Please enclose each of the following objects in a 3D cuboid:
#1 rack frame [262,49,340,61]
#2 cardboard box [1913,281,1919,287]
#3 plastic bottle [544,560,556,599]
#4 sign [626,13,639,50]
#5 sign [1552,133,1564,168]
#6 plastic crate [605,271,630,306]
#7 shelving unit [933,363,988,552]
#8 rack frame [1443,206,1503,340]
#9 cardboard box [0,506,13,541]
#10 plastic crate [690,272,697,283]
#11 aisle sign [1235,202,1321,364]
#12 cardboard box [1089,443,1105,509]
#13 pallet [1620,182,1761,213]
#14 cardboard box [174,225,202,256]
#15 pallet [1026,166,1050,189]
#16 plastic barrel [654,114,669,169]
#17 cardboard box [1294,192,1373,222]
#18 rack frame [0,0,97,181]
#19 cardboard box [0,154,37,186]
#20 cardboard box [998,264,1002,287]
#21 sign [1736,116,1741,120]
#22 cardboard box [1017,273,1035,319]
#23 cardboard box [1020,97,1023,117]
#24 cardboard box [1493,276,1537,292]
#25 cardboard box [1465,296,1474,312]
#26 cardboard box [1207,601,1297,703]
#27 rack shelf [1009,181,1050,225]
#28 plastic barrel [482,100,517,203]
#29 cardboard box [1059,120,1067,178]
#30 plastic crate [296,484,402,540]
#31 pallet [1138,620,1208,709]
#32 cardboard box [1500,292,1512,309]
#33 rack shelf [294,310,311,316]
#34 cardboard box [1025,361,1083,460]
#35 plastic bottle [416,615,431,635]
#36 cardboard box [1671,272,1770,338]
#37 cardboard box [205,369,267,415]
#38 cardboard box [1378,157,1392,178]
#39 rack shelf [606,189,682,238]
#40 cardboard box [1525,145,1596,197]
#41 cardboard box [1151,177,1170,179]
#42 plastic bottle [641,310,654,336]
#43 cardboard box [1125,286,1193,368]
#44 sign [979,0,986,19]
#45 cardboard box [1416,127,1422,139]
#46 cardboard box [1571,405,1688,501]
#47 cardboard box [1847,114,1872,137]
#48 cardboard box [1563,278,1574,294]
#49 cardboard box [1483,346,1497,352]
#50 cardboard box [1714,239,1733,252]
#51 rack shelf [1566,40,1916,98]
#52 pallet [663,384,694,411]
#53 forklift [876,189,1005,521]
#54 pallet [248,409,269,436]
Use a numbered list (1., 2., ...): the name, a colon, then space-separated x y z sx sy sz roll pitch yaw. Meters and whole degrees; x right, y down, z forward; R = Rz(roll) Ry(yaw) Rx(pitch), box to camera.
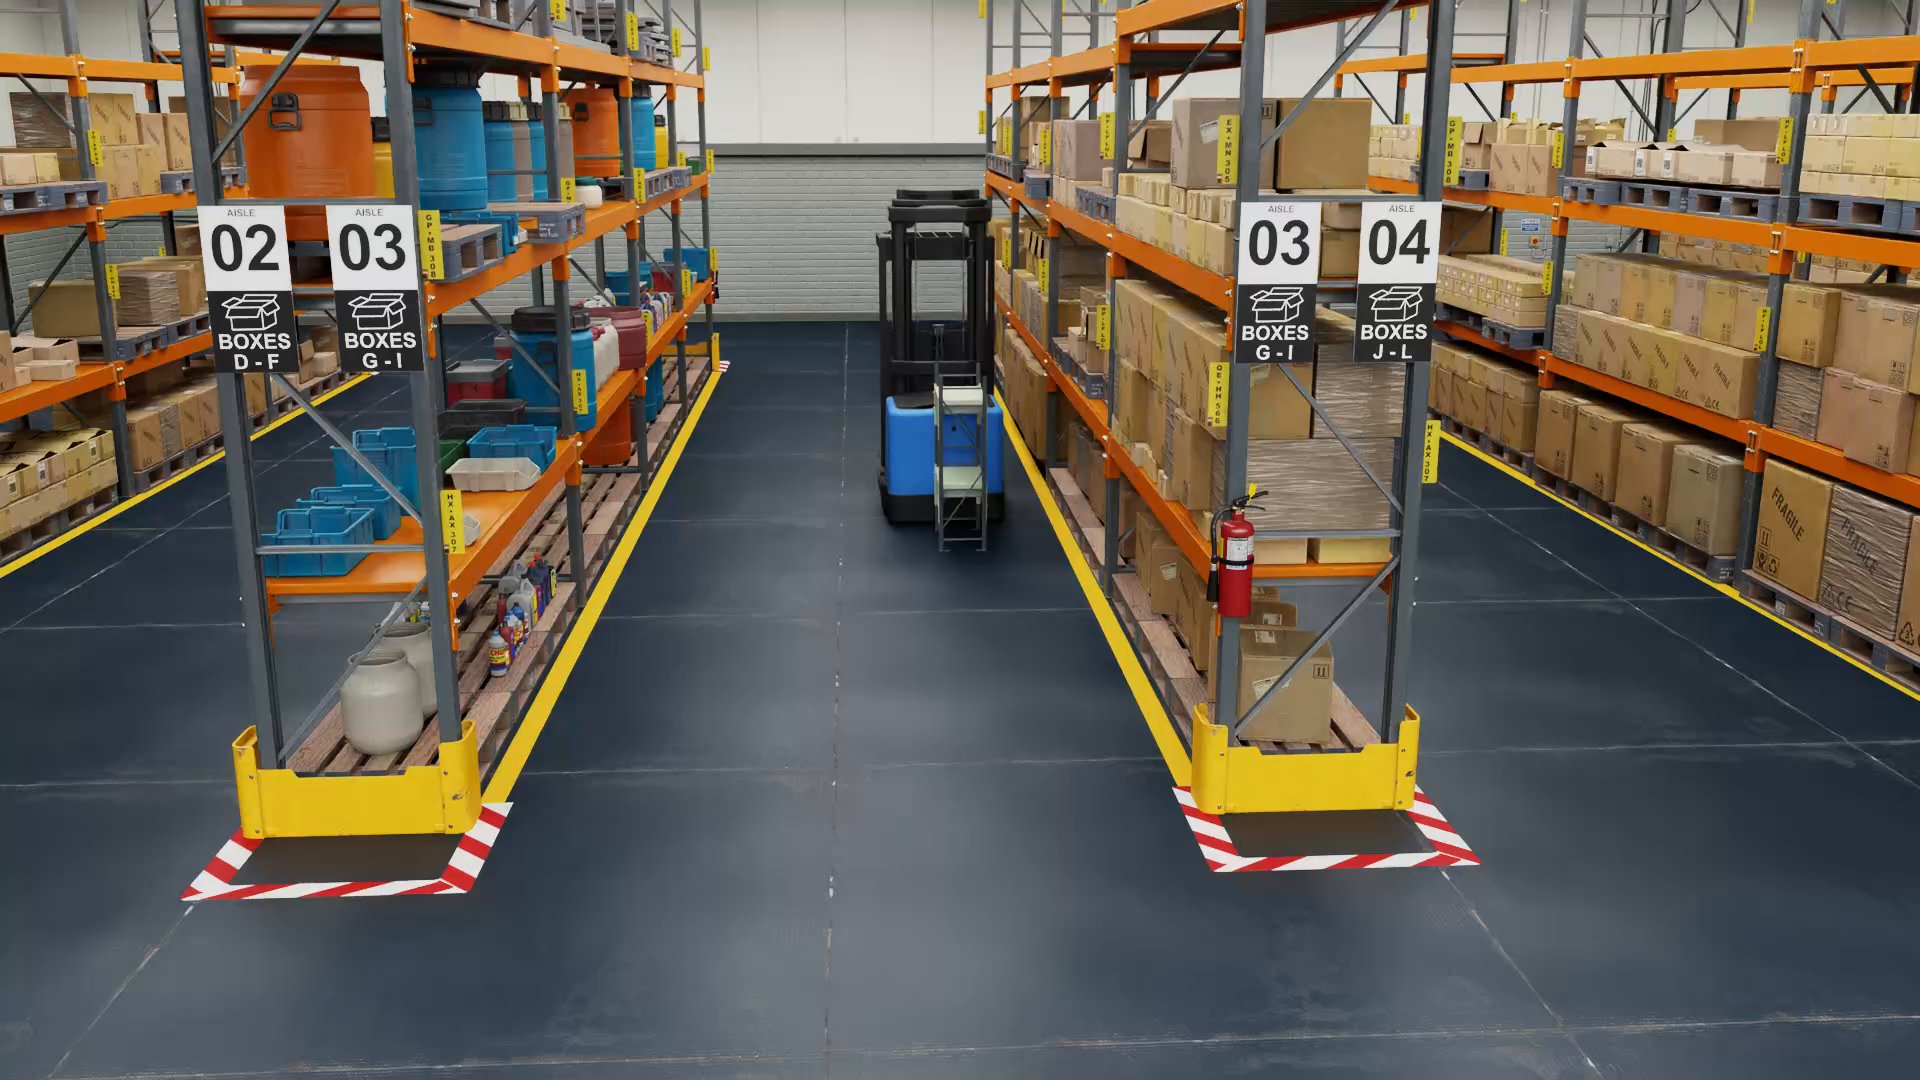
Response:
1. rack frame: -9.017 -6.757 22.730 1.000 3.000 0.127 -1 14 -3
2. cardboard box: 10.886 -2.708 18.328 0.500 0.250 0.500 -1 14 -5
3. plastic bottle: -2.971 0.274 12.010 0.061 0.283 0.133 0 14 -1
4. sign: -3.029 -4.697 15.371 0.100 0.325 0.005 -1 14 -3
5. sign: 5.781 -3.761 16.067 0.100 0.325 0.005 -1 14 -3
6. plastic crate: -4.195 -3.065 20.330 0.392 0.384 0.575 -1 14 -3
7. shelving unit: 0.000 -0.725 14.333 0.431 1.500 0.755 -1 14 -3
8. rack frame: 6.075 -3.061 20.402 1.000 3.000 0.127 -1 14 -3
9. cardboard box: -8.117 -0.099 13.568 0.500 0.250 0.500 -1 14 -5
10. plastic crate: -3.842 -3.629 23.019 0.396 0.136 0.243 -1 14 -3
11. aisle sign: 1.566 -1.264 8.201 0.394 0.787 0.004 -1 14 -3
12. cardboard box: 1.516 -0.572 14.863 0.700 0.500 0.500 0 14 1
13. pallet: 6.488 -2.990 14.485 1.003 0.211 1.213 0 14 -1
14. cardboard box: -9.059 -3.512 19.947 0.500 0.500 0.500 -1 14 -3
15. pallet: 1.224 -4.142 18.969 0.805 0.209 1.217 -1 15 -6
16. plastic barrel: -3.566 -4.456 18.585 0.600 0.588 0.600 0 14 0
17. cardboard box: 2.017 -1.797 8.971 0.380 0.149 0.250 -1 14 -4
18. rack frame: -8.522 -4.768 14.997 1.000 3.000 0.127 -1 14 -3
19. cardboard box: -8.387 -3.204 14.396 0.500 0.250 0.500 0 14 -2
20. cardboard box: 0.762 -3.442 21.588 0.500 0.250 0.500 -1 14 -2
21. sign: 11.304 -6.005 24.208 0.100 0.325 0.005 -1 14 -3
22. cardboard box: 0.929 -2.814 19.244 0.500 0.500 0.500 -1 14 -3
23. cardboard box: 0.985 -5.617 21.571 0.500 0.250 0.500 -1 14 -5
24. cardboard box: 5.805 -2.678 17.382 0.380 0.149 0.250 0 14 -2
25. cardboard box: 5.759 -2.582 18.204 0.380 0.149 0.250 0 14 -2
26. cardboard box: 1.768 0.679 10.042 0.500 0.500 0.500 3 15 11
27. rack shelf: 1.242 -3.616 17.984 1.077 0.370 4.000 -1 14 -3
28. plastic barrel: -3.578 -2.762 12.214 0.600 0.901 0.708 -1 14 -3
29. cardboard box: 1.166 -3.510 14.927 0.500 0.500 0.500 -1 14 -3
30. plastic crate: -3.446 -0.158 9.418 0.499 0.251 0.408 -1 14 -3
31. pallet: 1.769 0.802 10.987 1.003 0.211 1.213 -1 14 -3
32. cardboard box: 5.819 -2.474 17.185 0.380 0.149 0.250 0 14 -1
33. rack shelf: -8.893 -3.006 21.634 1.077 0.370 4.000 -1 14 -3
34. cardboard box: 1.344 -1.361 17.216 1.225 0.875 0.875 -2 15 -6
35. plastic bottle: -3.527 0.592 10.937 0.097 0.201 0.097 0 14 0
36. cardboard box: 6.469 -1.981 13.997 0.700 0.500 0.500 -1 14 -3
37. cardboard box: -8.453 -1.741 19.408 0.500 0.500 0.500 -1 14 -4
38. cardboard box: 5.723 -4.809 21.479 0.500 0.250 0.500 -1 14 -4
39. rack shelf: -3.701 -3.540 17.687 1.077 0.370 4.000 -1 14 -3
40. cardboard box: 6.034 -3.705 16.686 0.500 0.500 0.500 -1 14 -3
41. cardboard box: 1.465 -2.314 10.980 0.380 0.149 0.250 0 14 -2
42. plastic bottle: -3.368 -2.335 17.832 0.152 0.276 0.135 -1 14 -3
43. cardboard box: 1.420 -1.456 11.361 0.500 0.500 0.500 -1 14 -3
44. sign: 0.316 -7.431 23.157 0.100 0.325 0.005 -1 14 -3
45. cardboard box: 5.782 -4.949 20.221 0.380 0.149 0.250 -2 15 -6
46. cardboard box: 6.328 -0.809 15.324 1.050 0.750 0.750 -1 14 -3
47. cardboard box: 6.286 -2.818 11.299 0.380 0.149 0.250 -1 14 -4
48. cardboard box: 6.468 -2.620 17.158 0.380 0.149 0.250 -1 14 -5
49. cardboard box: 6.392 -2.107 19.365 0.500 0.250 0.500 0 14 -1
50. cardboard box: 10.617 -4.185 22.566 0.500 0.500 0.500 -1 14 -3
51. rack shelf: 6.447 -3.932 13.994 1.077 0.370 4.000 -1 14 -3
52. pallet: -3.910 -1.764 20.960 1.003 0.211 1.213 -1 14 -3
53. forklift: -0.238 -1.900 16.030 1.130 2.935 3.031 -1 14 -5
54. pallet: -8.681 -1.305 19.175 1.003 0.211 1.213 -1 14 -3
